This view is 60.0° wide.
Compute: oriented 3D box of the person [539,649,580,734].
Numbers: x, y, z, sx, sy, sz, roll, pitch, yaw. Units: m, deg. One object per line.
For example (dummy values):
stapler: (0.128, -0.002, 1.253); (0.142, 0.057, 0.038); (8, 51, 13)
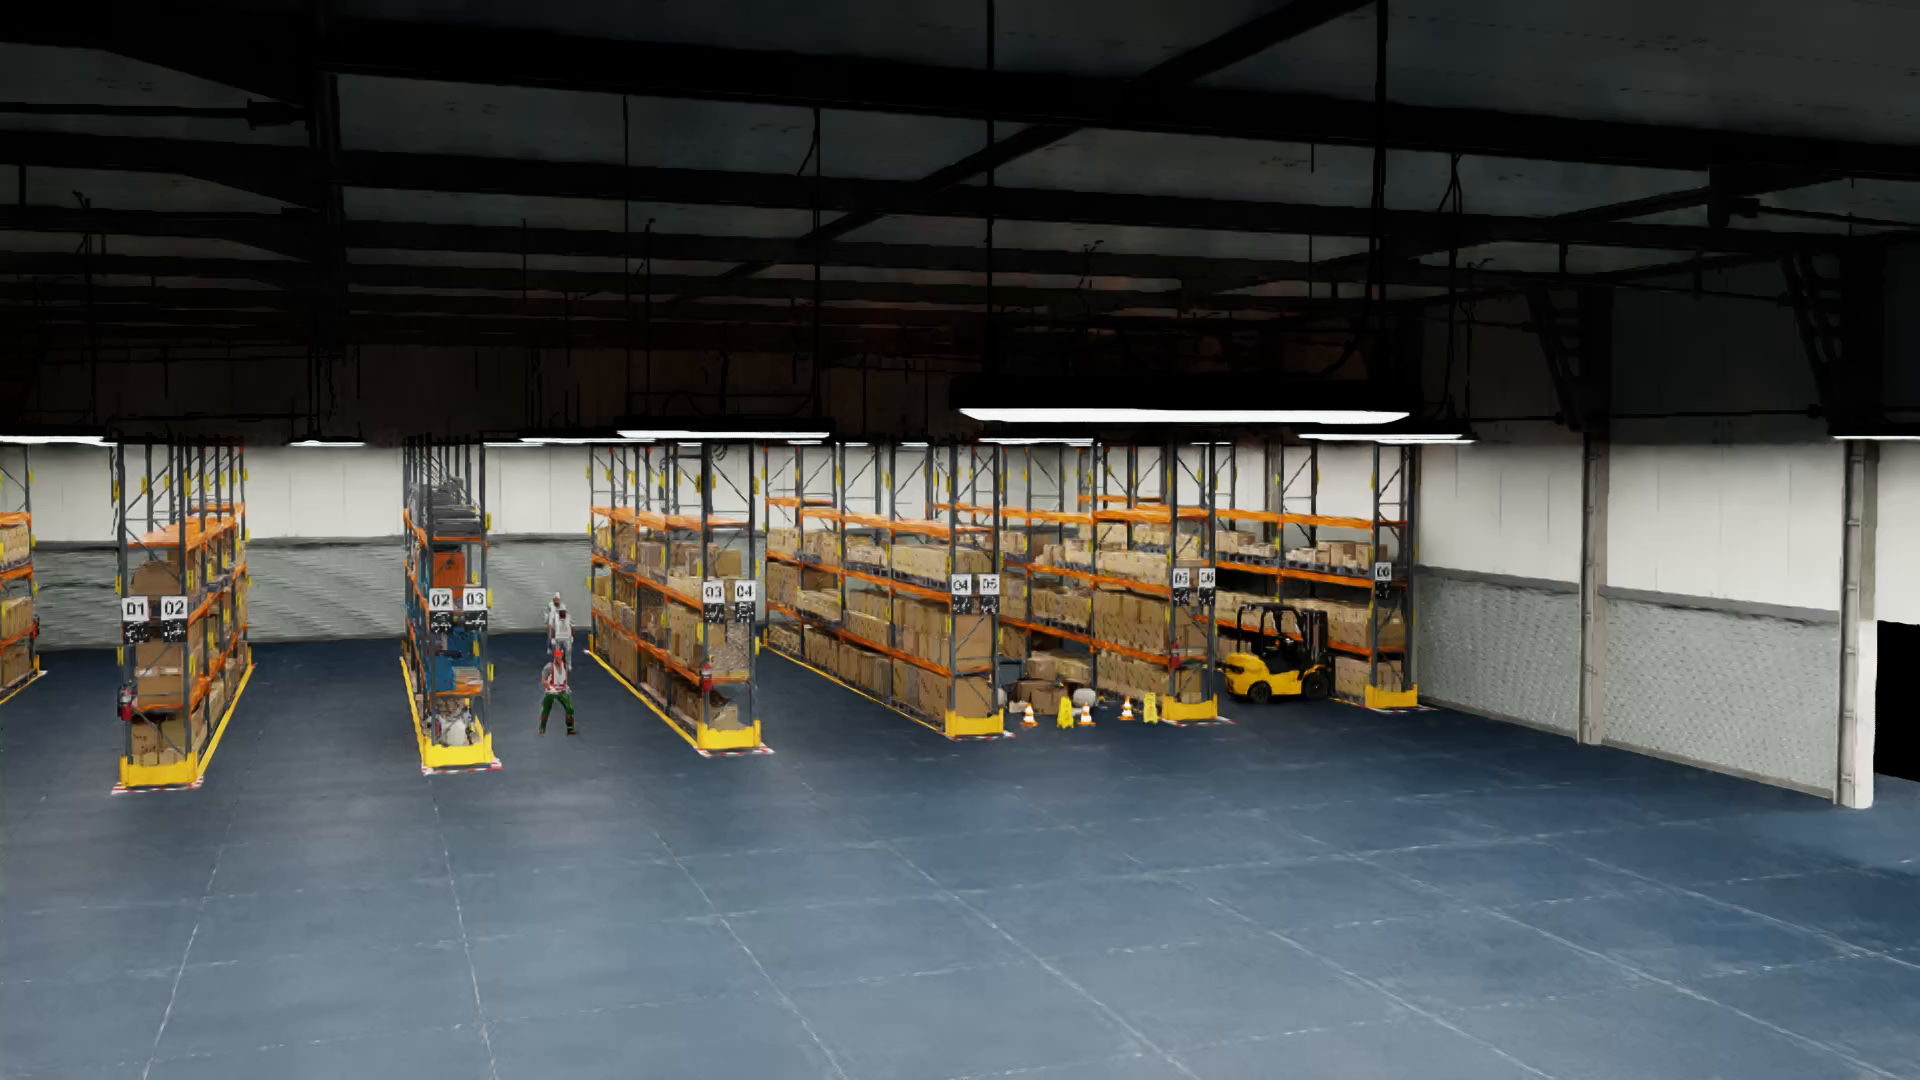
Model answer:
person: (-8.052, 3.013, 33.162); (0.684, 1.715, 0.844); (-2, 4, -36)

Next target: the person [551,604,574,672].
person: (-10.181, 2.496, 42.595); (0.566, 1.706, 1.122); (-1, 3, -18)

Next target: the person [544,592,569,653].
person: (-11.208, 2.309, 46.187); (0.677, 1.726, 0.574); (-1, 3, -21)

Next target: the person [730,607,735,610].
person: (-6.302, 2.288, 46.664); (0.682, 1.711, 0.542); (-1, 3, -22)
